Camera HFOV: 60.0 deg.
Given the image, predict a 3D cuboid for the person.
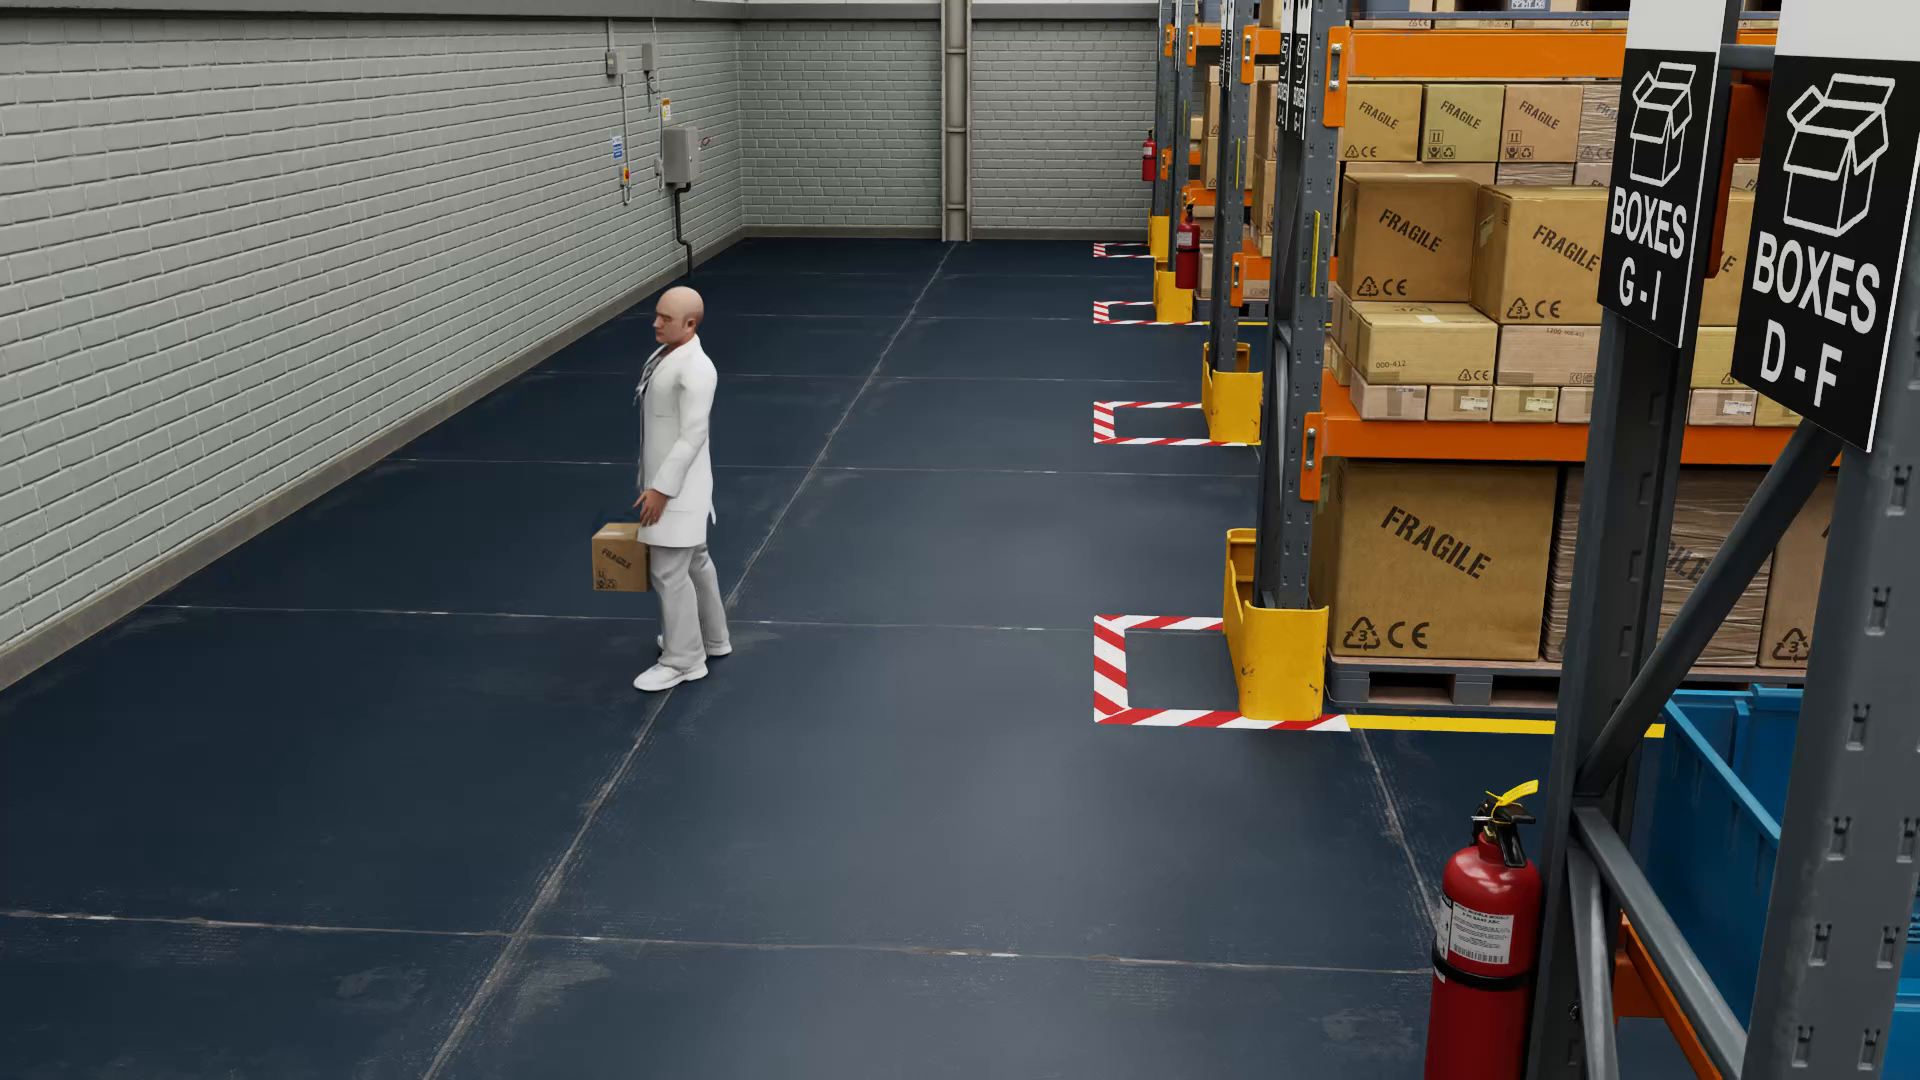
[{"bbox_3d":[-1.275,-0.247,7.375,0.507,1.773,0.650,-6,18,-18],"label":"person"}]
